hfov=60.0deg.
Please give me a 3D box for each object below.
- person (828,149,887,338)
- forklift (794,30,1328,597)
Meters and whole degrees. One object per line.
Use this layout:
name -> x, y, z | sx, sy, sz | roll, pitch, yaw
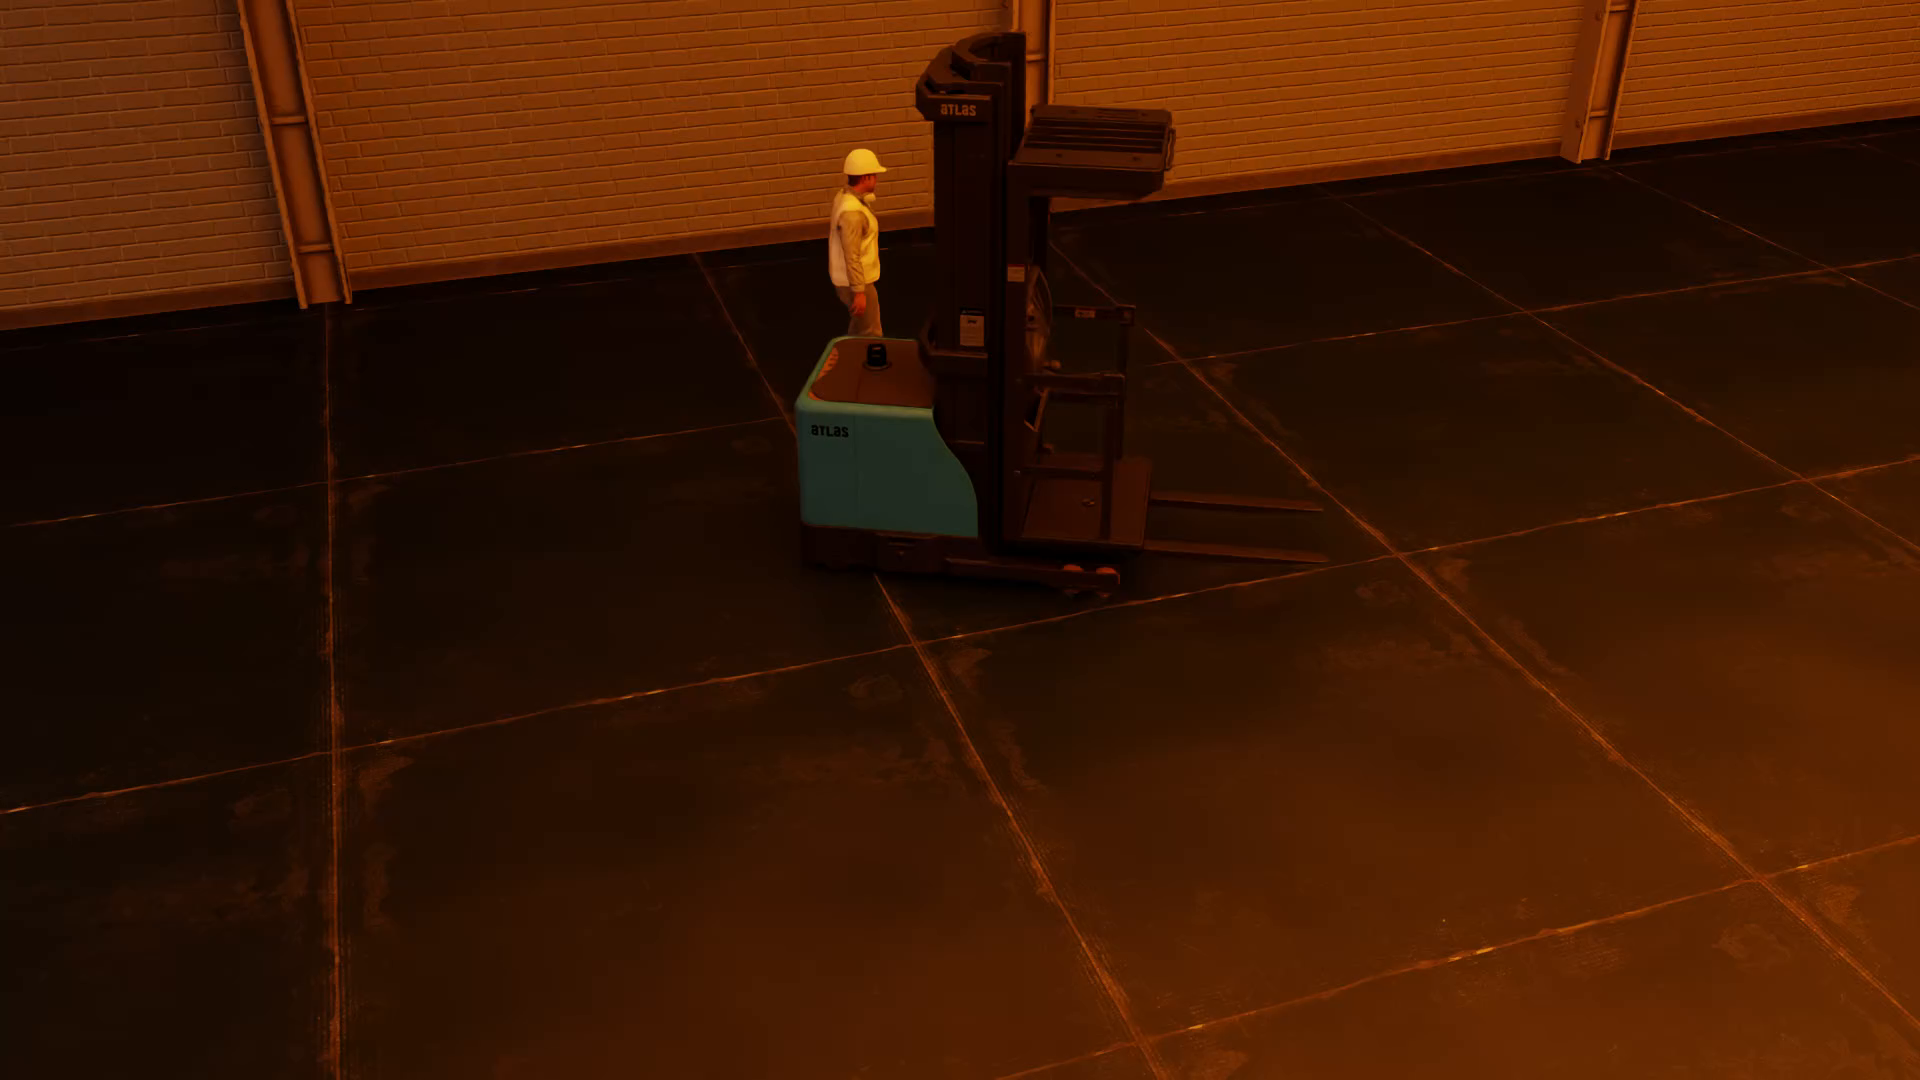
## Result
person -> -0.692, -1.831, 11.455 | 0.421, 1.749, 0.751 | -5, 30, -9
forklift -> 0.625, -1.233, 9.230 | 3.031, 2.935, 1.130 | 4, 30, 8
